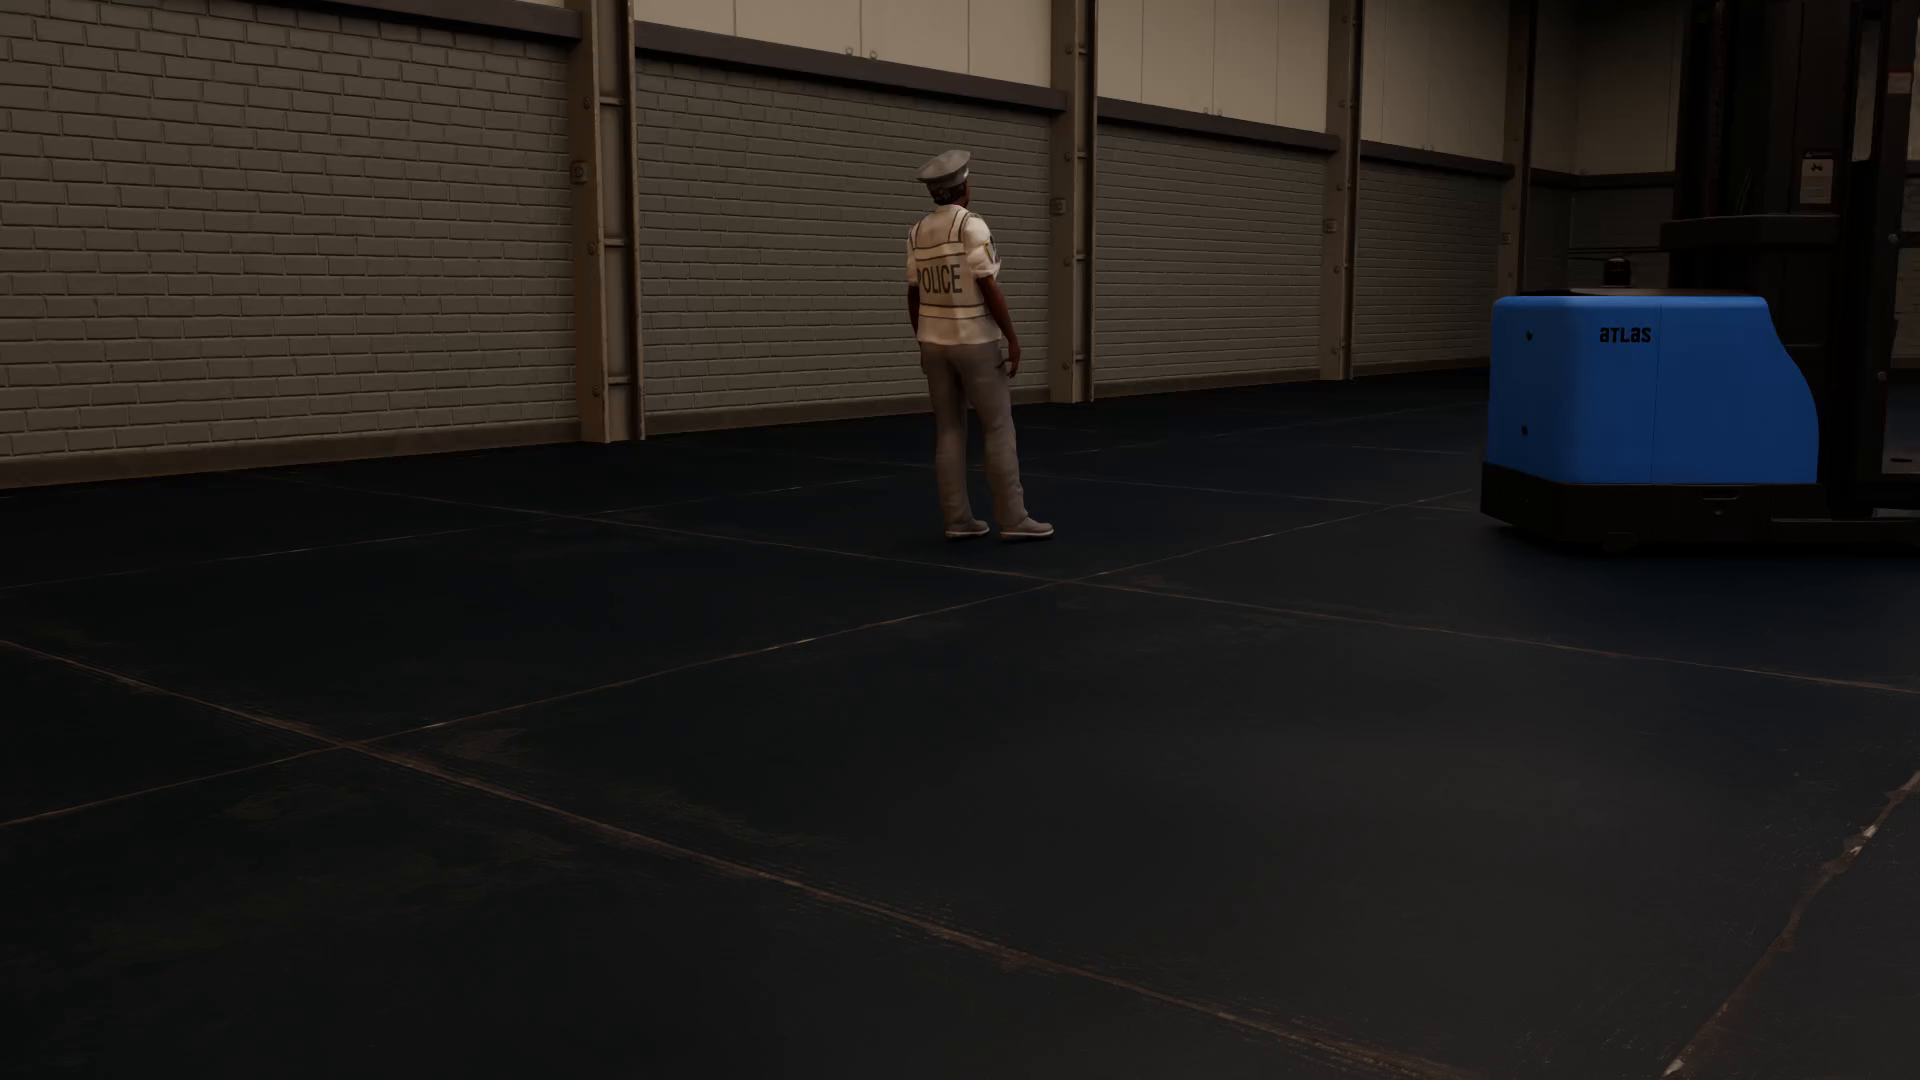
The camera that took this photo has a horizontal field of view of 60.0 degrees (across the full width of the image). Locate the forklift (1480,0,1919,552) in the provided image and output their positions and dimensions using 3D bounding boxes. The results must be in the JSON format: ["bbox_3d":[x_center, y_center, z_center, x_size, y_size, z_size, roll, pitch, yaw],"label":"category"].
[{"bbox_3d":[3.963,-1.451,7.198,3.031,2.935,1.130,0,8,-2],"label":"forklift"}]

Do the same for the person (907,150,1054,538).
[{"bbox_3d":[0.062,-0.853,7.327,0.570,1.697,0.528,7,11,38],"label":"person"}]
